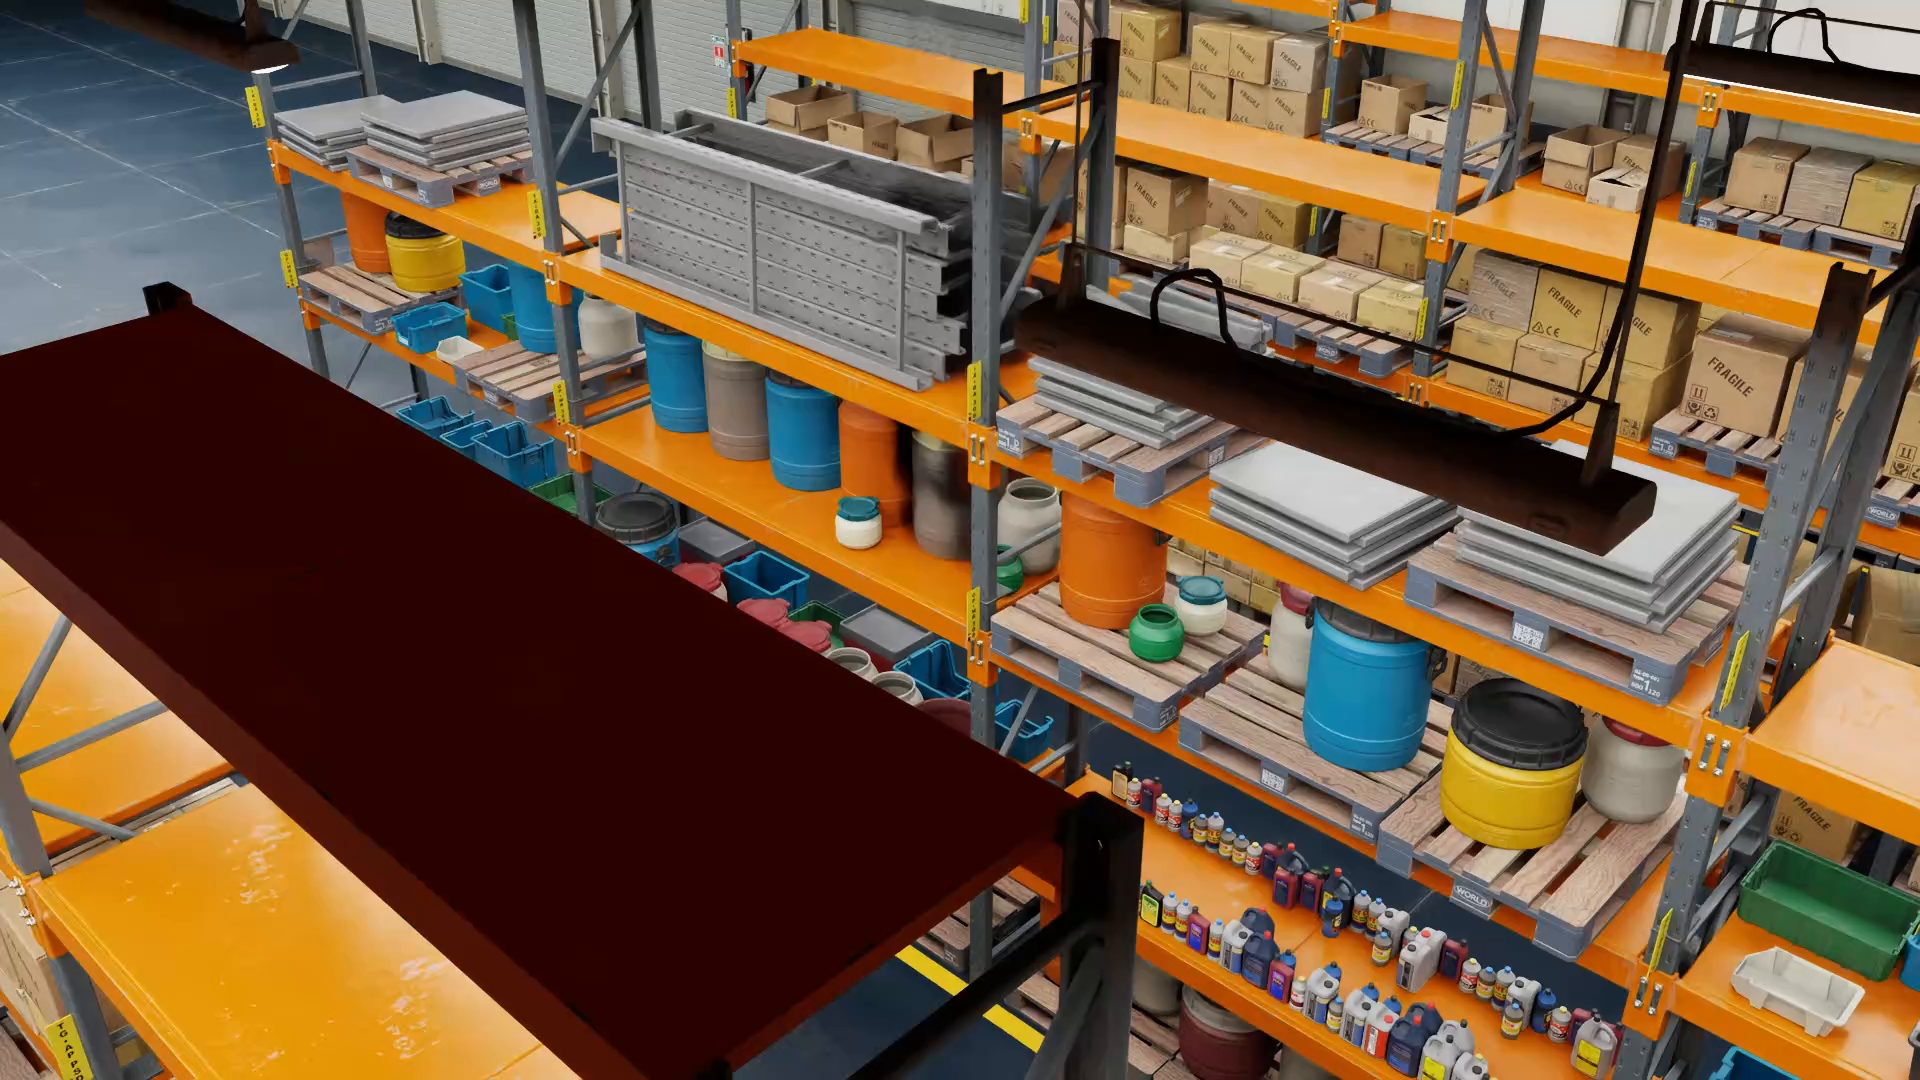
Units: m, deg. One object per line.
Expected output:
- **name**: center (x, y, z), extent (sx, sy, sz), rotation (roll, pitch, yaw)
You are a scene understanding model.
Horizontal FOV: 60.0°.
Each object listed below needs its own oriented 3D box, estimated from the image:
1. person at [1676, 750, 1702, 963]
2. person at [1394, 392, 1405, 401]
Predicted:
- **person**: center (4.610, 1.977, 10.899), extent (0.836, 1.817, 0.635), rotation (20, 35, 31)
- **person**: center (4.209, -0.870, 16.042), extent (0.723, 1.734, 0.710), rotation (17, 33, 27)
